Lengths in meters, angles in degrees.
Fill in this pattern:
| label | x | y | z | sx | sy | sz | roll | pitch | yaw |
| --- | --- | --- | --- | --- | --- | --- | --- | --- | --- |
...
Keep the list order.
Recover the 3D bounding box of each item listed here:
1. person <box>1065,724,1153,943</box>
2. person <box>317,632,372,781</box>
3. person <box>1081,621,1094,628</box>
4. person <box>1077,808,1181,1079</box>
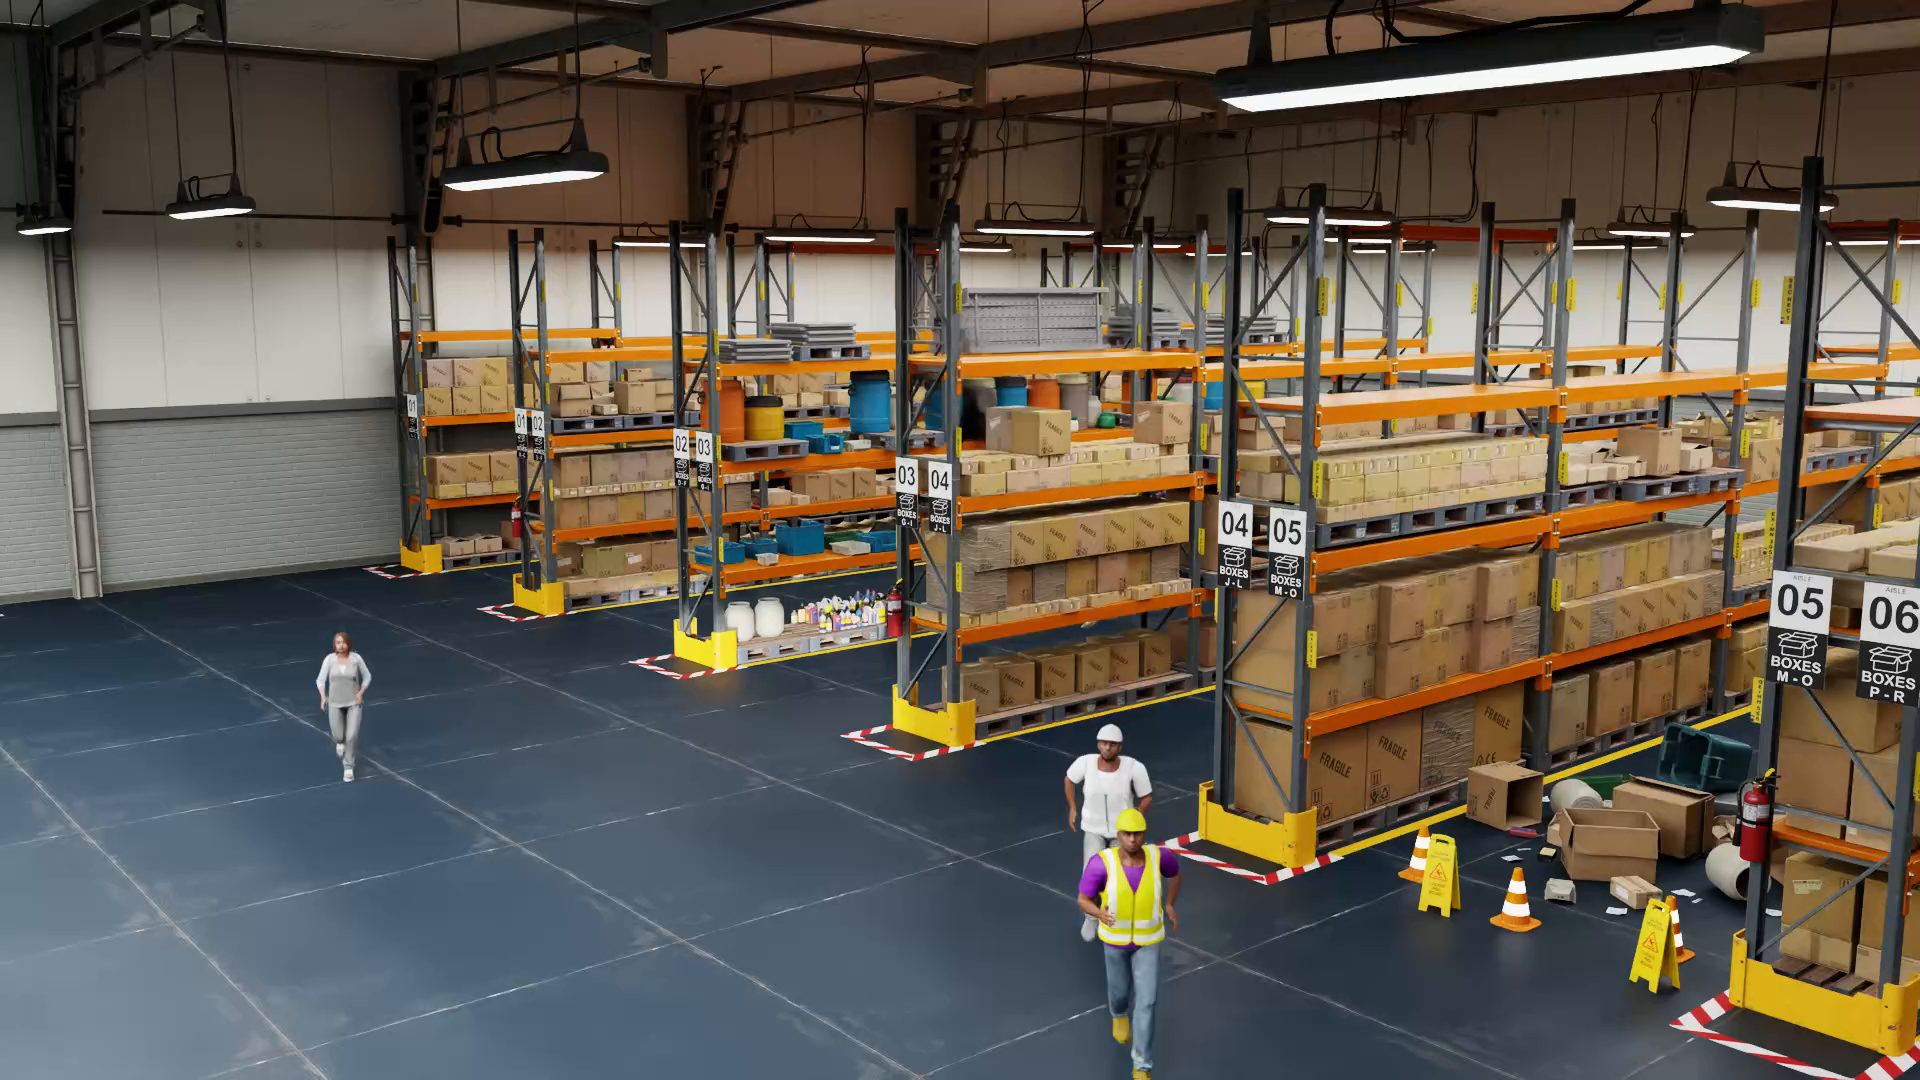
| label | x | y | z | sx | sy | sz | roll | pitch | yaw |
| --- | --- | --- | --- | --- | --- | --- | --- | --- | --- |
| person | 1.167 | 2.314 | 13.086 | 0.691 | 1.773 | 0.701 | 1 | 9 | 3 |
| person | -6.484 | 1.737 | 17.551 | 0.546 | 1.552 | 0.551 | -3 | 9 | -19 |
| person | 1.977 | 0.455 | 23.876 | 0.547 | 1.575 | 0.678 | 8 | 12 | 41 |
| person | 1.112 | 2.624 | 10.895 | 0.694 | 1.788 | 0.957 | 0 | 9 | 3 |
